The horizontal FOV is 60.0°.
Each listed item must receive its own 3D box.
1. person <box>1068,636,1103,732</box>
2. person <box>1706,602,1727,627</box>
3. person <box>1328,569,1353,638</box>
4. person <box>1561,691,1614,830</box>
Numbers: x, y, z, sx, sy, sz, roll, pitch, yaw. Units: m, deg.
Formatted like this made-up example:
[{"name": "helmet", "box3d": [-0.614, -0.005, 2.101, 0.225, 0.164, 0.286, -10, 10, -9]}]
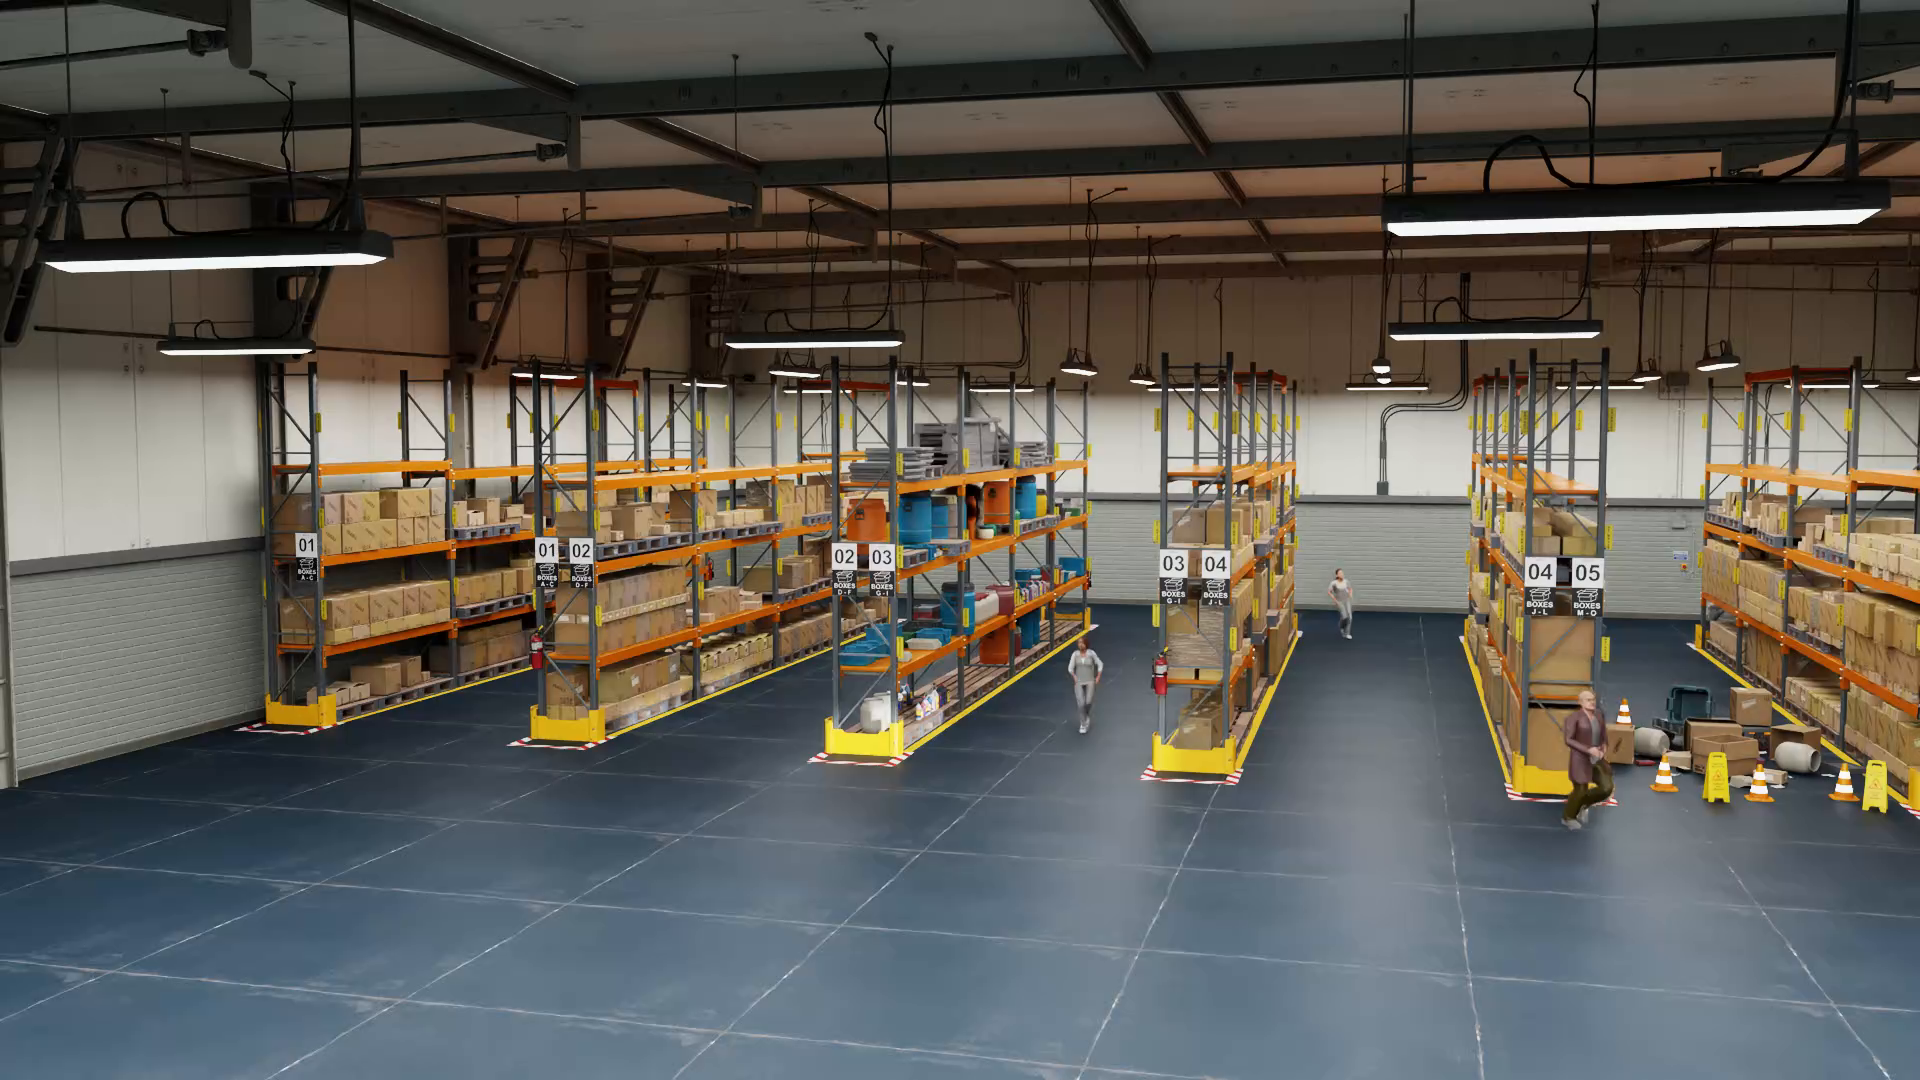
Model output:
[{"name": "person", "box3d": [2.010, 2.336, 26.832, 0.553, 1.558, 0.541, 1, 4, 11]}, {"name": "person", "box3d": [17.374, 1.469, 38.093, 0.648, 1.712, 0.728, 3, 5, 41]}, {"name": "person", "box3d": [8.901, 1.484, 38.718, 0.580, 1.632, 0.500, -1, 4, -15]}, {"name": "person", "box3d": [7.691, 2.705, 20.322, 0.730, 1.737, 0.779, -1, 4, -16]}]
